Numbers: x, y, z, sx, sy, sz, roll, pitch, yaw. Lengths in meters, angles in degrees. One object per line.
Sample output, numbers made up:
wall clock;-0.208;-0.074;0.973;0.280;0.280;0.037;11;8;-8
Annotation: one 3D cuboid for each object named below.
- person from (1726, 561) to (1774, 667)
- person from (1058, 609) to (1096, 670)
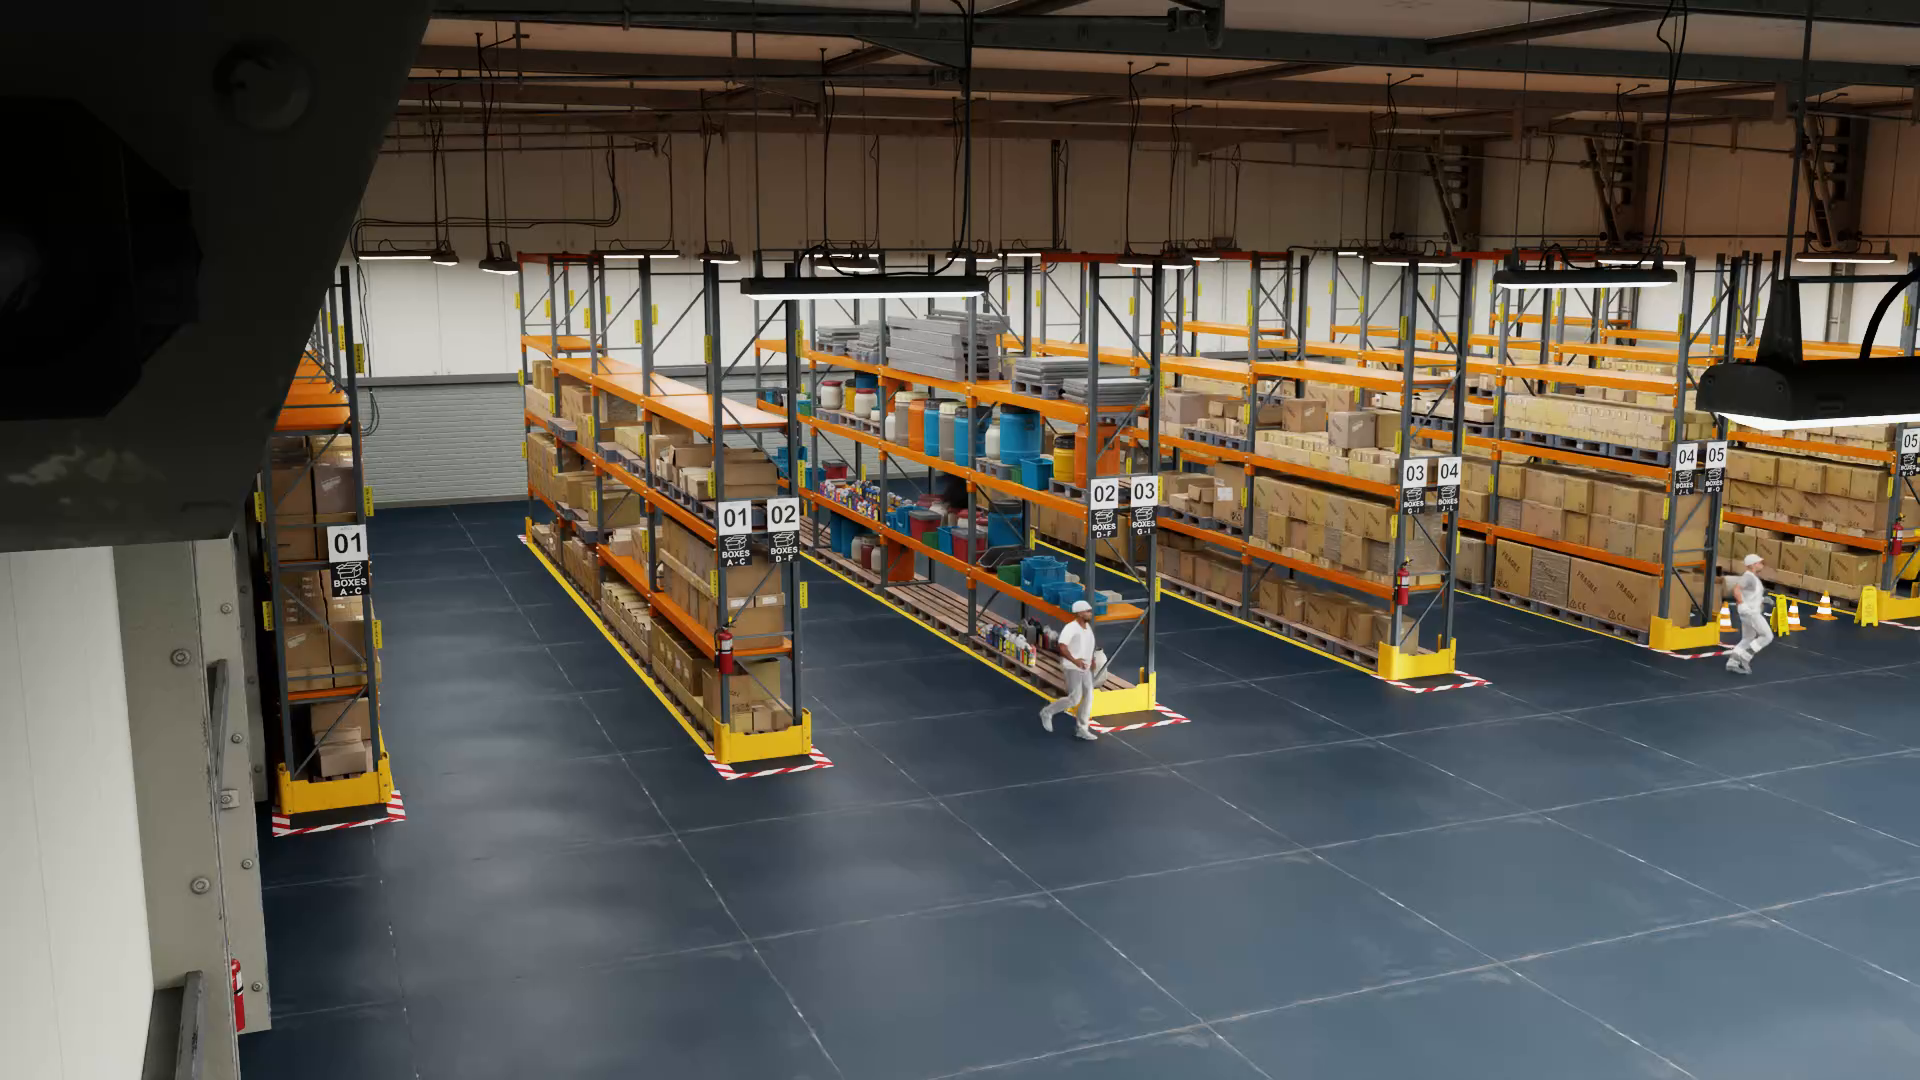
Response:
person;11.573;1.070;24.312;0.600;1.640;0.673;4;11;20
person;1.544;1.271;21.231;0.388;0.918;0.763;6;12;29
